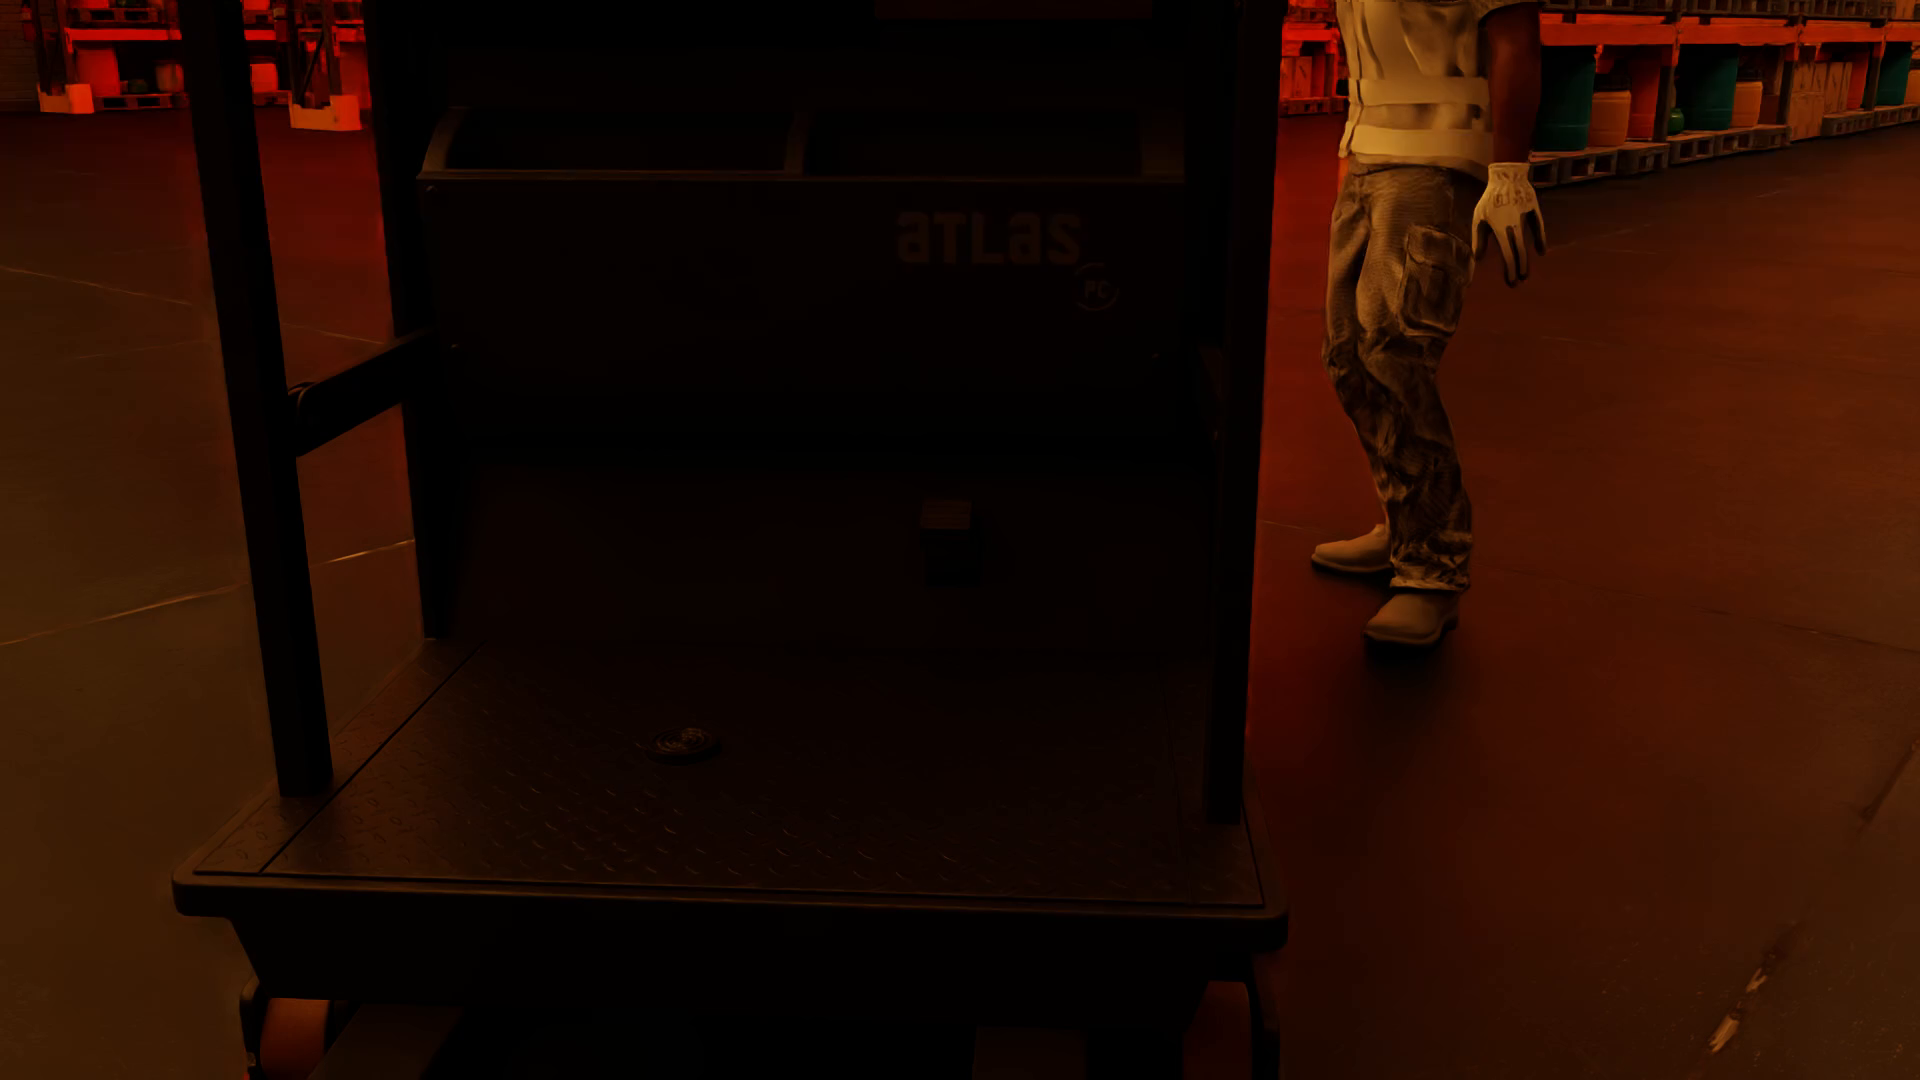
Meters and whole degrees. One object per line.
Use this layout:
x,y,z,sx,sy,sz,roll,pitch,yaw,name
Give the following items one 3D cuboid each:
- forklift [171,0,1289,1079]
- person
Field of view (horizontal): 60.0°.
-0.203,-0.855,1.714,1.130,2.935,3.031,1,17,4,forklift
0.897,-0.732,3.362,0.440,1.746,0.882,-2,17,-6,person
